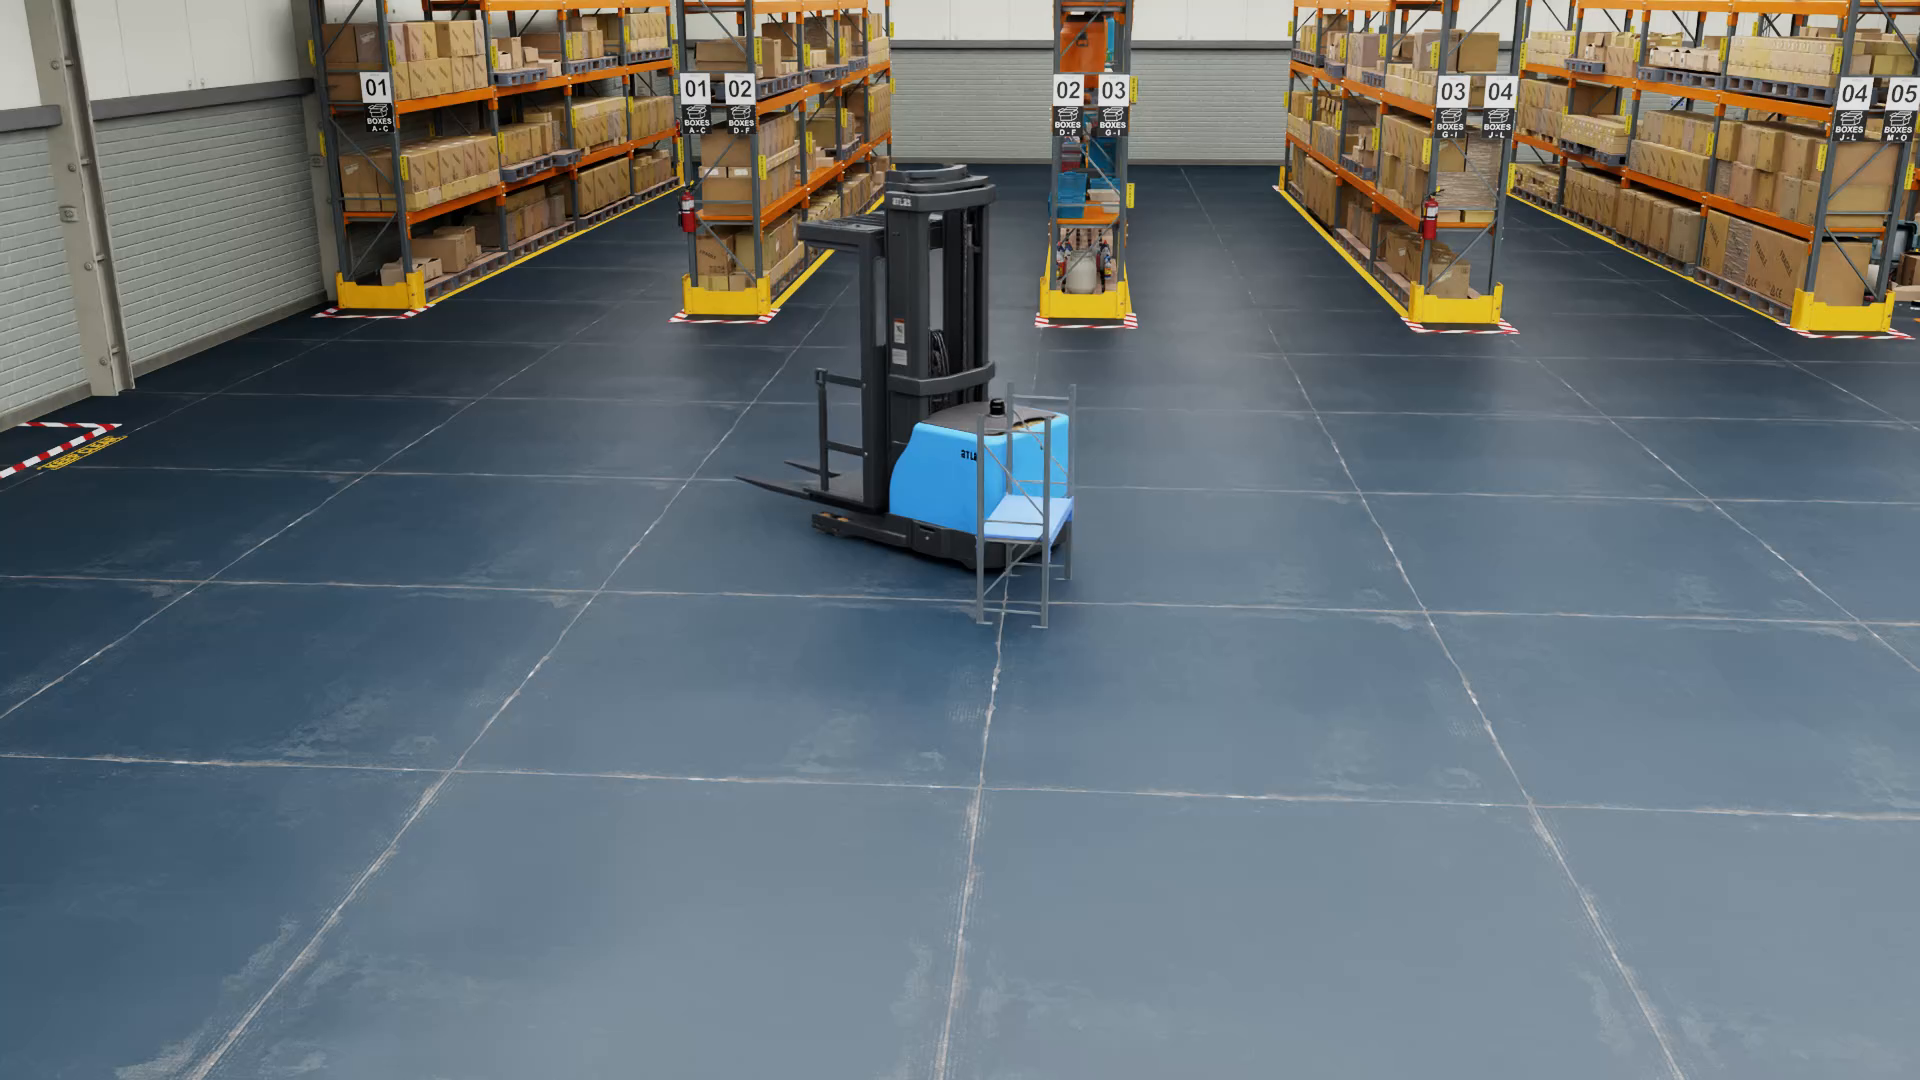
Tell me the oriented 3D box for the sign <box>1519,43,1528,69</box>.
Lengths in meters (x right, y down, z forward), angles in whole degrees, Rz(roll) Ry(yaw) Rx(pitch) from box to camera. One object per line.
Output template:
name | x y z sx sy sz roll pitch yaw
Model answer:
sign | 7.203 -6.196 21.293 0.100 0.325 0.005 1 18 4

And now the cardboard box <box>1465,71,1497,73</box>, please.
cardboard box | 7.013 -6.234 22.413 0.380 0.149 0.250 2 18 6

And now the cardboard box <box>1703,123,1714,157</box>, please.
cardboard box | 11.918 -6.144 25.591 0.700 0.500 0.500 1 18 3

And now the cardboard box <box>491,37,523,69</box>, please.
cardboard box | -7.666 -8.165 27.871 0.500 0.500 0.500 1 18 2

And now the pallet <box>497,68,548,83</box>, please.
pallet | -7.651 -7.789 27.860 1.213 0.211 1.003 1 18 4

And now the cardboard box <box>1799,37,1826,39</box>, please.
cardboard box | 12.125 -7.045 23.575 0.380 0.149 0.250 2 18 5

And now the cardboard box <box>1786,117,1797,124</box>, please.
cardboard box | 17.238 -8.386 34.039 0.500 0.500 0.500 1 18 3

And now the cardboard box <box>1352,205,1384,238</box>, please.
cardboard box | 7.180 -5.492 28.674 0.700 0.500 0.500 0 18 -1

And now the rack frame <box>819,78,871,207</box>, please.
rack frame | -2.358 -8.316 33.986 1.000 3.000 0.127 1 18 4

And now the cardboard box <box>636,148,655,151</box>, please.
cardboard box | -7.154 -8.812 37.796 0.380 0.149 0.250 1 18 4

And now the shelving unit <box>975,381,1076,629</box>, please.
shelving unit | 0.477 -0.270 11.840 0.538 1.500 1.048 4 19 12

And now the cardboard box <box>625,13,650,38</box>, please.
cardboard box | -6.908 -10.912 35.291 0.500 0.500 0.500 1 18 4

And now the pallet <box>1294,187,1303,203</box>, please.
pallet | 7.740 -7.383 35.617 1.003 0.211 1.213 1 18 4

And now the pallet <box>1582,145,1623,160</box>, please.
pallet | 12.276 -7.234 30.991 1.003 0.211 1.213 1 18 4

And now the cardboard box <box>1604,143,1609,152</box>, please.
cardboard box | 11.772 -7.030 29.790 0.380 0.149 0.250 1 18 4

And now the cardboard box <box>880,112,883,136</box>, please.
cardboard box | -1.943 -8.988 35.876 0.500 0.500 0.500 1 18 3

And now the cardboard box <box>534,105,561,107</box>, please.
cardboard box | -7.772 -8.046 31.285 0.500 0.250 0.500 1 18 2

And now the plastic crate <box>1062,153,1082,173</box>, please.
plastic crate | 1.738 -5.908 26.532 0.402 0.464 0.583 1 18 4

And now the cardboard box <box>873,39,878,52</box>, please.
cardboard box | -1.994 -10.364 34.855 0.500 0.250 0.500 1 18 4

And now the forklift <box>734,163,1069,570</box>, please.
forklift | -0.580 -1.522 13.360 3.031 2.935 1.130 14 23 37

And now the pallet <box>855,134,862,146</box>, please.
pallet | -2.525 -7.979 33.266 1.003 0.211 1.213 1 18 4

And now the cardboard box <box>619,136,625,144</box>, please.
cardboard box | -7.036 -8.126 33.775 0.380 0.149 0.250 2 18 5

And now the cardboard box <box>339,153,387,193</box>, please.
cardboard box | -8.338 -5.144 23.310 0.500 0.500 0.500 1 18 3

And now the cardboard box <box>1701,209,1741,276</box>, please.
cardboard box | 11.774 -4.463 24.965 0.875 0.875 0.875 2 18 5

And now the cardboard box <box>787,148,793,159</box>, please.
cardboard box | -2.774 -5.940 25.532 0.380 0.149 0.250 1 18 2

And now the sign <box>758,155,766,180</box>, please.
sign | -2.665 -5.024 22.421 0.100 0.325 0.005 1 18 4

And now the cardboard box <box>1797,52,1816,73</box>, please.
cardboard box | 11.395 -6.281 21.886 0.500 0.250 0.500 1 18 4

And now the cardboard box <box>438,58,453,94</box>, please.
cardboard box | -7.762 -6.774 24.268 0.500 0.500 0.500 2 18 7

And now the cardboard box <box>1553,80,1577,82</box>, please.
cardboard box | 12.928 -9.553 35.517 0.500 0.500 0.500 1 18 2

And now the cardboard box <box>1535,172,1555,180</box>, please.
cardboard box | 12.248 -7.602 34.756 0.380 0.149 0.250 1 18 2

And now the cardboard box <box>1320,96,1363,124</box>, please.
cardboard box | 7.485 -8.420 32.530 0.797 0.503 0.637 1 18 2

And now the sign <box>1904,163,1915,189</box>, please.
sign | 12.155 -4.660 21.309 0.100 0.325 0.005 1 18 4

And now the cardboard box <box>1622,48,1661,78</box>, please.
cardboard box | 11.963 -8.366 29.158 0.500 0.500 0.500 1 18 4

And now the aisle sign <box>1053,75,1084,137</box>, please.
aisle sign | 1.420 -5.697 21.818 0.394 0.787 0.004 1 18 4

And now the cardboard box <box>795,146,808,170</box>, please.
cardboard box | -2.823 -6.281 27.614 0.500 0.500 0.500 3 18 8

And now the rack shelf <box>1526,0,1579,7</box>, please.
rack shelf | 12.606 -11.080 33.948 1.077 0.370 4.000 1 18 4

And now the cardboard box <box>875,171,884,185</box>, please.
cardboard box | -1.963 -7.992 36.706 0.500 0.250 0.500 1 18 4

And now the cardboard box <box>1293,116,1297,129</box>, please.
cardboard box | 7.435 -8.946 35.670 0.500 0.250 0.500 1 18 2

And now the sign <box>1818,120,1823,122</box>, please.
sign | 16.853 -8.334 32.522 0.100 0.325 0.005 1 18 4

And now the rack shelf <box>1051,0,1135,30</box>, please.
rack shelf | 1.865 -7.418 23.407 1.077 0.370 4.000 1 18 4

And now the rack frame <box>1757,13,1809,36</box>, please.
rack frame | 17.693 -11.966 35.490 1.000 3.000 0.127 1 18 4

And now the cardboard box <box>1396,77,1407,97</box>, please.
cardboard box | 6.582 -6.511 23.900 0.500 0.250 0.500 1 18 2

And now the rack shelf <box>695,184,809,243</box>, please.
rack shelf | -3.075 -4.869 24.619 1.077 0.370 4.000 1 18 4

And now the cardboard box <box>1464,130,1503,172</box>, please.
cardboard box | 6.973 -5.196 22.219 0.500 0.500 0.500 1 18 4

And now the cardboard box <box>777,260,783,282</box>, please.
cardboard box | -2.890 -3.955 24.416 0.500 0.250 0.500 1 18 4

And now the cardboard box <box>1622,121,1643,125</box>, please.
cardboard box | 12.516 -7.697 30.870 0.380 0.149 0.250 1 18 3

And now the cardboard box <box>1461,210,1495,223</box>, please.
cardboard box | 6.920 -4.331 22.226 0.380 0.149 0.250 1 18 4

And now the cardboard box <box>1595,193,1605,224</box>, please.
cardboard box | 12.003 -6.093 30.540 0.500 0.500 0.500 2 18 6

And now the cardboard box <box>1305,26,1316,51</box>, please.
cardboard box | 7.676 -10.560 35.020 0.700 0.500 0.500 0 18 0

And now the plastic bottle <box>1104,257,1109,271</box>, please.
plastic bottle | 2.187 -4.053 24.649 0.097 0.271 0.097 0 18 0

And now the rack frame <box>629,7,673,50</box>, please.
rack frame | -7.013 -12.519 37.177 1.000 3.000 0.127 1 18 4

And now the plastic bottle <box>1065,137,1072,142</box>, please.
plastic bottle | 2.086 -7.651 32.154 0.152 0.276 0.135 1 18 4

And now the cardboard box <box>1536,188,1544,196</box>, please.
cardboard box | 12.225 -7.248 34.628 0.380 0.149 0.250 1 18 4

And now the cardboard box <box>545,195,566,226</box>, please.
cardboard box | -7.586 -5.980 30.163 0.700 0.500 0.500 2 18 5
